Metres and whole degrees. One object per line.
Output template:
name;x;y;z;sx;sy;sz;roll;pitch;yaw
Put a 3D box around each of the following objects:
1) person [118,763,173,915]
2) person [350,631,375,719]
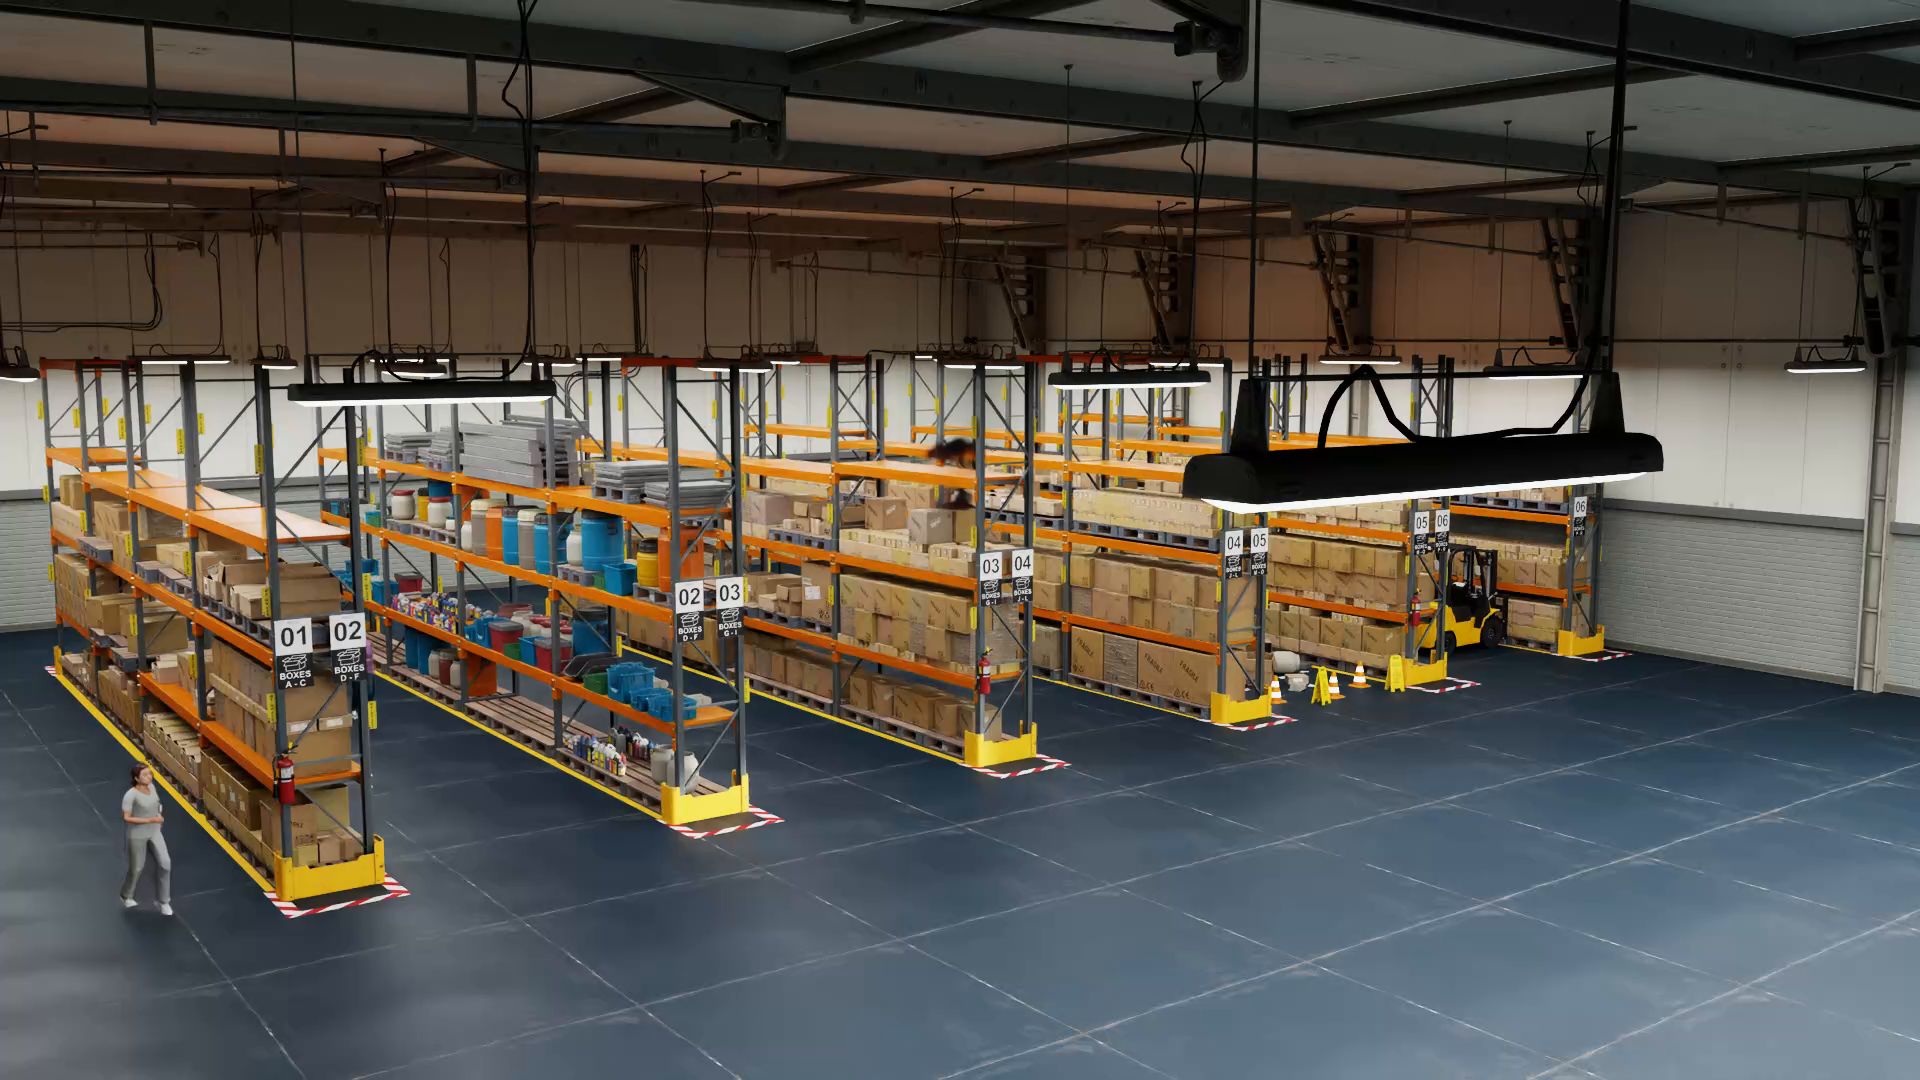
person;-9.032;3.366;18.399;0.751;1.647;0.562;4;8;27
person;-9.859;2.237;27.382;0.506;1.626;0.824;-5;9;-37
